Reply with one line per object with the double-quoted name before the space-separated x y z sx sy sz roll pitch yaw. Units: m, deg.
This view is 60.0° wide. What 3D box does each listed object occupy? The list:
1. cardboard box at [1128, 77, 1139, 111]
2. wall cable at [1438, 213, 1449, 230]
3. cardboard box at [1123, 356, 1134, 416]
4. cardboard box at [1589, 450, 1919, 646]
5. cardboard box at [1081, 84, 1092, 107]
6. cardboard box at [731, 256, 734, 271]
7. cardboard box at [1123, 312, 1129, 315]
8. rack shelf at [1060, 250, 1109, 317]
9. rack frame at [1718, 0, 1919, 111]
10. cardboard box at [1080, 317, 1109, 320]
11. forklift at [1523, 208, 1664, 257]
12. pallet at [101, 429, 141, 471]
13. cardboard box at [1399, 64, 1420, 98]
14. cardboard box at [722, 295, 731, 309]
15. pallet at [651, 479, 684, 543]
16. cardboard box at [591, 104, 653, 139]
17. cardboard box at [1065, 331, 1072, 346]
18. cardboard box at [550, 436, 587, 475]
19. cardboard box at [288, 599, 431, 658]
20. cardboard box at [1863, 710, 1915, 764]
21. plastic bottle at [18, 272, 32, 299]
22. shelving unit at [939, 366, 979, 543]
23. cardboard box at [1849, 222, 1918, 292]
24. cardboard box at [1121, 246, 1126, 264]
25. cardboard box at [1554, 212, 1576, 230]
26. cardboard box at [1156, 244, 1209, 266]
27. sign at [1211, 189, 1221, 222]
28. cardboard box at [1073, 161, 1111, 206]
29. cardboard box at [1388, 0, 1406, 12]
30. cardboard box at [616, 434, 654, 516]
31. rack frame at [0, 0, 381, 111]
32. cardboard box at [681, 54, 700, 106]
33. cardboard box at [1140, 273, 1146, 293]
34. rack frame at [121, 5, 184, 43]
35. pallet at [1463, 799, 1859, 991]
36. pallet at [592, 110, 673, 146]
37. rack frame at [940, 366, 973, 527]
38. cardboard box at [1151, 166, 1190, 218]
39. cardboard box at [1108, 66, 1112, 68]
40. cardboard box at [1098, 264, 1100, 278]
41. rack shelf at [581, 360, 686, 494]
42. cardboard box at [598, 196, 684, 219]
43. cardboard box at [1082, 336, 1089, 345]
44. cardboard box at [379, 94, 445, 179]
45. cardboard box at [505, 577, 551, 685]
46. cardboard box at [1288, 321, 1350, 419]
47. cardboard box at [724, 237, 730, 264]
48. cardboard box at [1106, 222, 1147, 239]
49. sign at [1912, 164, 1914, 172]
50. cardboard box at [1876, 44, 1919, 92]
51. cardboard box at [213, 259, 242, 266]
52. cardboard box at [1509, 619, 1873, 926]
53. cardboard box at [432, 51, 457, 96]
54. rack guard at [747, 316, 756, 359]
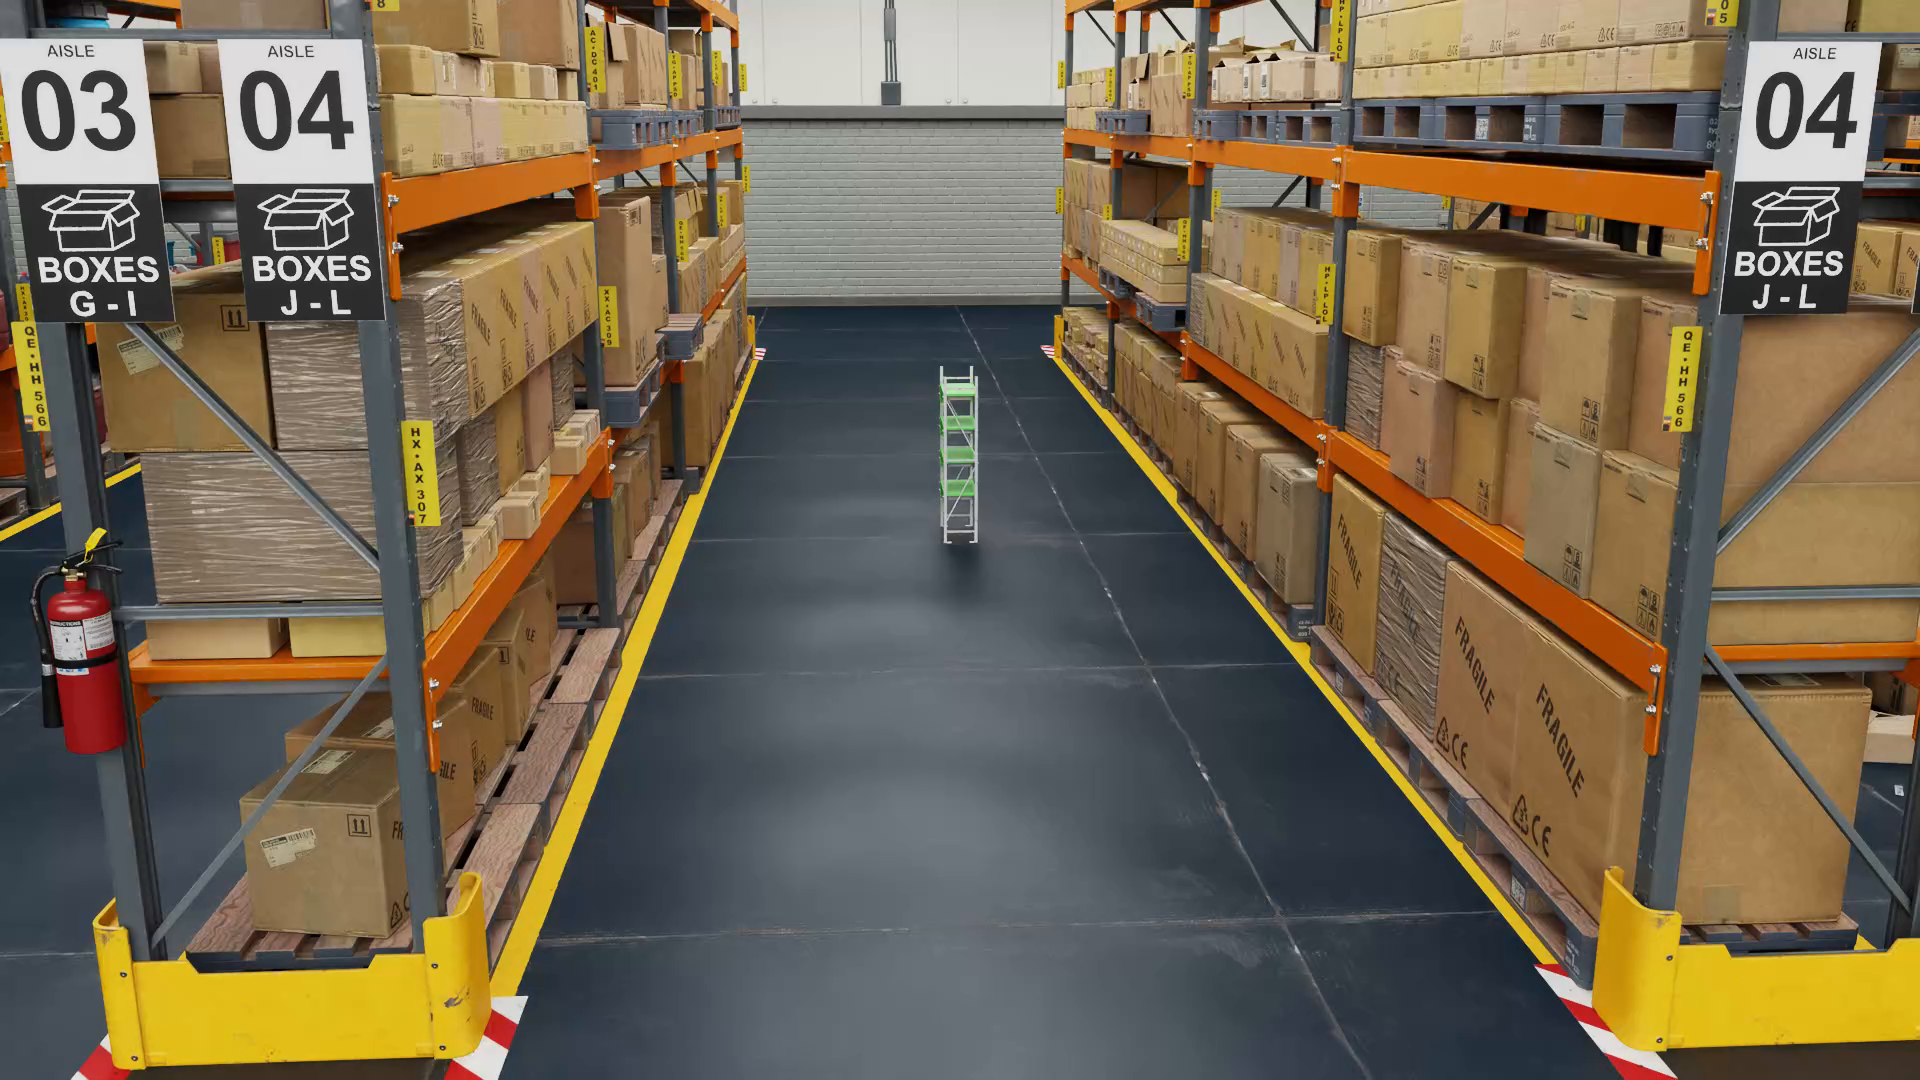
"cardboard box" 1.876 -4.200 15.646 0.500 0.311 0.500 -1 14 -4
"wall cable" 7.760 -5.824 26.604 0.588 1.984 0.122 -1 14 -3
"cardboard box" 1.847 -1.483 15.942 0.500 0.500 0.500 0 14 -1
"cardboard box" 2.706 0.011 5.663 0.875 0.550 0.550 -1 14 -3
"cardboard box" 1.637 -4.931 18.451 0.500 0.250 0.500 -1 14 -6
"cardboard box" -2.693 -3.037 18.315 0.380 0.149 0.250 -1 14 -3
"cardboard box" 2.170 -2.661 20.034 0.380 0.149 0.250 -1 14 -5
"rack shelf" 1.907 -2.958 18.947 1.077 0.370 4.000 -1 14 -3
"rack frame" 2.775 -2.730 4.578 1.000 3.000 0.127 -1 14 -3
"cardboard box" 1.607 -2.518 19.479 0.380 0.149 0.250 0 14 -1
"forklift" 4.670 -1.567 12.236 1.130 2.935 3.031 -1 14 -3
"pallet" -7.784 -0.834 14.844 1.003 0.211 1.213 -1 14 -3
"cardboard box" 2.257 -2.118 7.679 0.380 0.149 0.250 -1 14 -4
"cardboard box" -2.887 -2.097 17.580 0.875 0.875 0.875 -1 14 -3
"pallet" -2.631 -0.218 12.450 1.003 0.211 1.213 -1 14 -3
"cardboard box" -2.331 -2.780 11.094 0.500 0.250 0.500 0 14 -2
"cardboard box" 1.496 -2.491 20.568 0.380 0.149 0.250 -1 14 -2
"cardboard box" -2.035 -0.412 8.111 0.380 0.149 0.250 -1 14 -3
"cardboard box" -1.962 0.274 5.447 0.380 0.149 0.250 -1 14 -3
"cardboard box" 4.472 0.904 7.981 0.396 0.266 0.258 2 15 6
"plastic bottle" -8.131 -2.160 14.501 0.144 0.351 0.185 -1 14 -3
"shelving unit" -0.010 -0.622 12.037 0.258 1.200 0.503 -1 14 -3
"cardboard box" 7.010 -2.196 12.902 0.500 0.500 0.500 -1 14 -5
"cardboard box" 1.683 -2.604 15.190 0.380 0.149 0.250 -1 14 -4
"cardboard box" 6.661 -3.556 17.622 0.500 0.500 0.500 -1 14 -4
"cardboard box" 1.791 -2.299 13.409 0.380 0.149 0.250 -1 15 -6
"sign" 2.585 -3.379 16.817 0.100 0.325 0.005 -1 14 -3
"cardboard box" 1.594 -4.110 19.175 0.500 0.500 0.500 -1 14 -5
"cardboard box" 2.243 -2.566 7.822 0.380 0.149 0.250 -1 14 -4
"cardboard box" -2.569 -0.461 11.933 0.700 0.500 0.500 -2 15 -8
"rack frame" -2.182 -2.679 4.378 1.000 3.000 0.127 -1 14 -3
"cardboard box" -3.034 -4.704 17.026 0.700 0.500 0.500 -2 15 -7
"cardboard box" 1.748 -2.199 14.216 0.380 0.149 0.250 -1 14 -4
"rack frame" -7.869 -5.587 15.680 1.000 3.000 0.127 -1 14 -3
"pallet" 2.647 1.328 6.441 1.003 0.211 1.213 -1 14 -3
"pallet" -2.429 -2.543 10.247 1.213 0.211 1.003 -1 14 -3
"rack frame" -0.025 -0.683 12.273 0.240 1.200 0.015 -1 14 -3
"cardboard box" 2.246 -3.602 17.201 0.500 0.500 0.500 -1 14 -2
"cardboard box" 1.713 -4.764 16.999 0.380 0.149 0.250 -1 14 -2
"cardboard box" 1.655 -2.817 17.460 0.380 0.149 0.250 -1 14 -5
"rack shelf" -2.554 -0.917 11.015 1.077 0.370 4.000 -1 14 -3
"cardboard box" -2.744 -2.641 14.059 0.797 0.503 0.637 -1 14 -2
"cardboard box" 1.643 -2.378 19.530 0.380 0.149 0.250 -2 15 -6
"cardboard box" -1.954 -1.277 5.252 0.500 0.250 0.500 0 14 -2
"cardboard box" -2.402 0.482 8.309 0.500 0.500 0.500 4 15 14
"cardboard box" 2.228 -0.994 9.668 0.500 0.500 0.500 -1 14 -4
"cardboard box" -2.719 -3.074 17.657 0.500 0.250 0.500 -1 14 -4
"cardboard box" 1.620 -3.005 16.152 0.380 0.149 0.250 0 14 -2
"sign" 12.227 -4.700 21.317 0.100 0.325 0.005 -1 14 -3
"cardboard box" 3.073 -1.498 5.269 0.380 0.149 0.250 -1 14 -3
"cardboard box" -2.528 -0.832 6.435 0.500 0.500 0.500 -1 14 -3
"cardboard box" 2.667 0.833 6.189 0.875 0.875 0.875 -1 14 -3
"cardboard box" -1.972 -1.614 5.761 0.380 0.149 0.250 0 14 -1
"rack guard" -3.175 -2.548 20.926 1.175 0.500 0.348 -1 14 -3
